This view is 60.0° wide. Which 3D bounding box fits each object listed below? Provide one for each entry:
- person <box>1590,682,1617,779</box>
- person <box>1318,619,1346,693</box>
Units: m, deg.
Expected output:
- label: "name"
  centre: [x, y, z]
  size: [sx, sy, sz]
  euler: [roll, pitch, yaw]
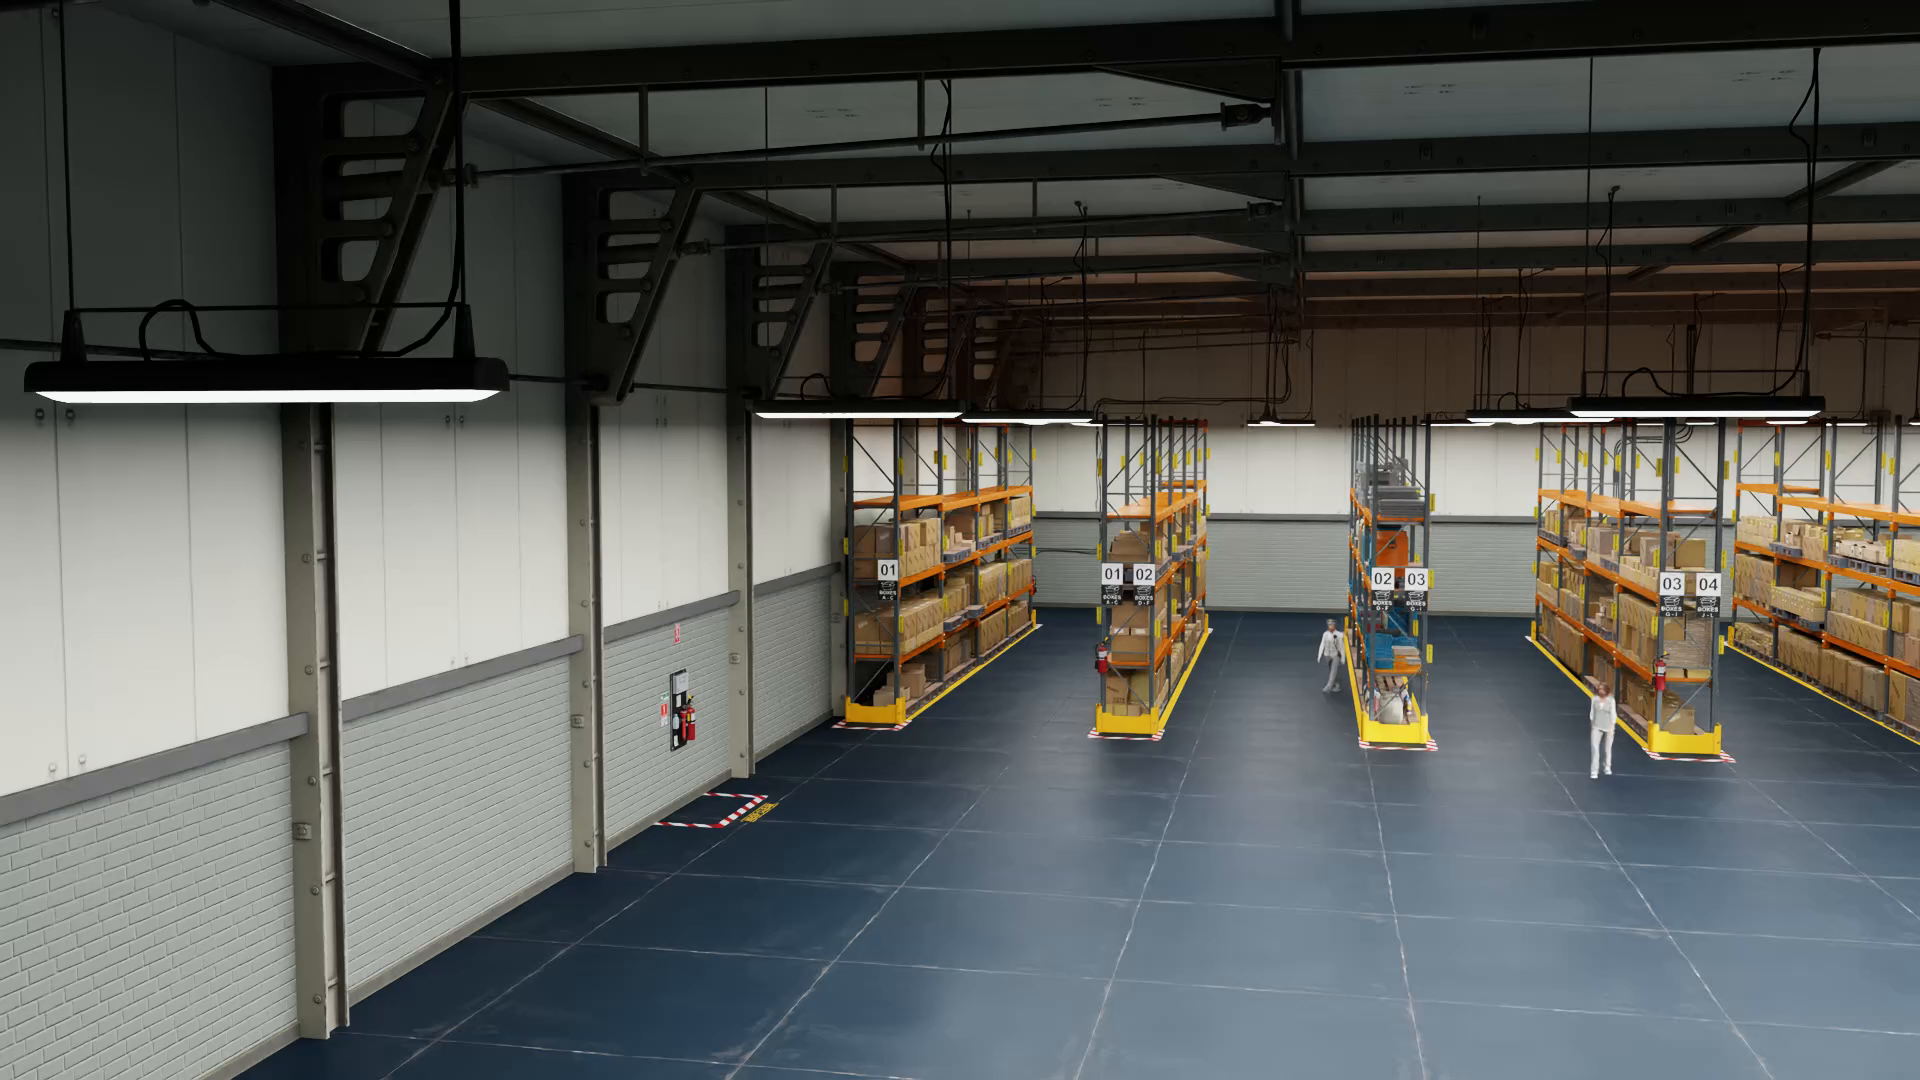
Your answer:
- label: "person"
  centre: [10.526, 3.117, 27.243]
  size: [0.428, 1.539, 0.898]
  euler: [2, 4, 28]
- label: "person"
  centre: [7.974, 2.509, 35.816]
  size: [1.050, 1.617, 0.515]
  euler: [-4, 5, -44]
